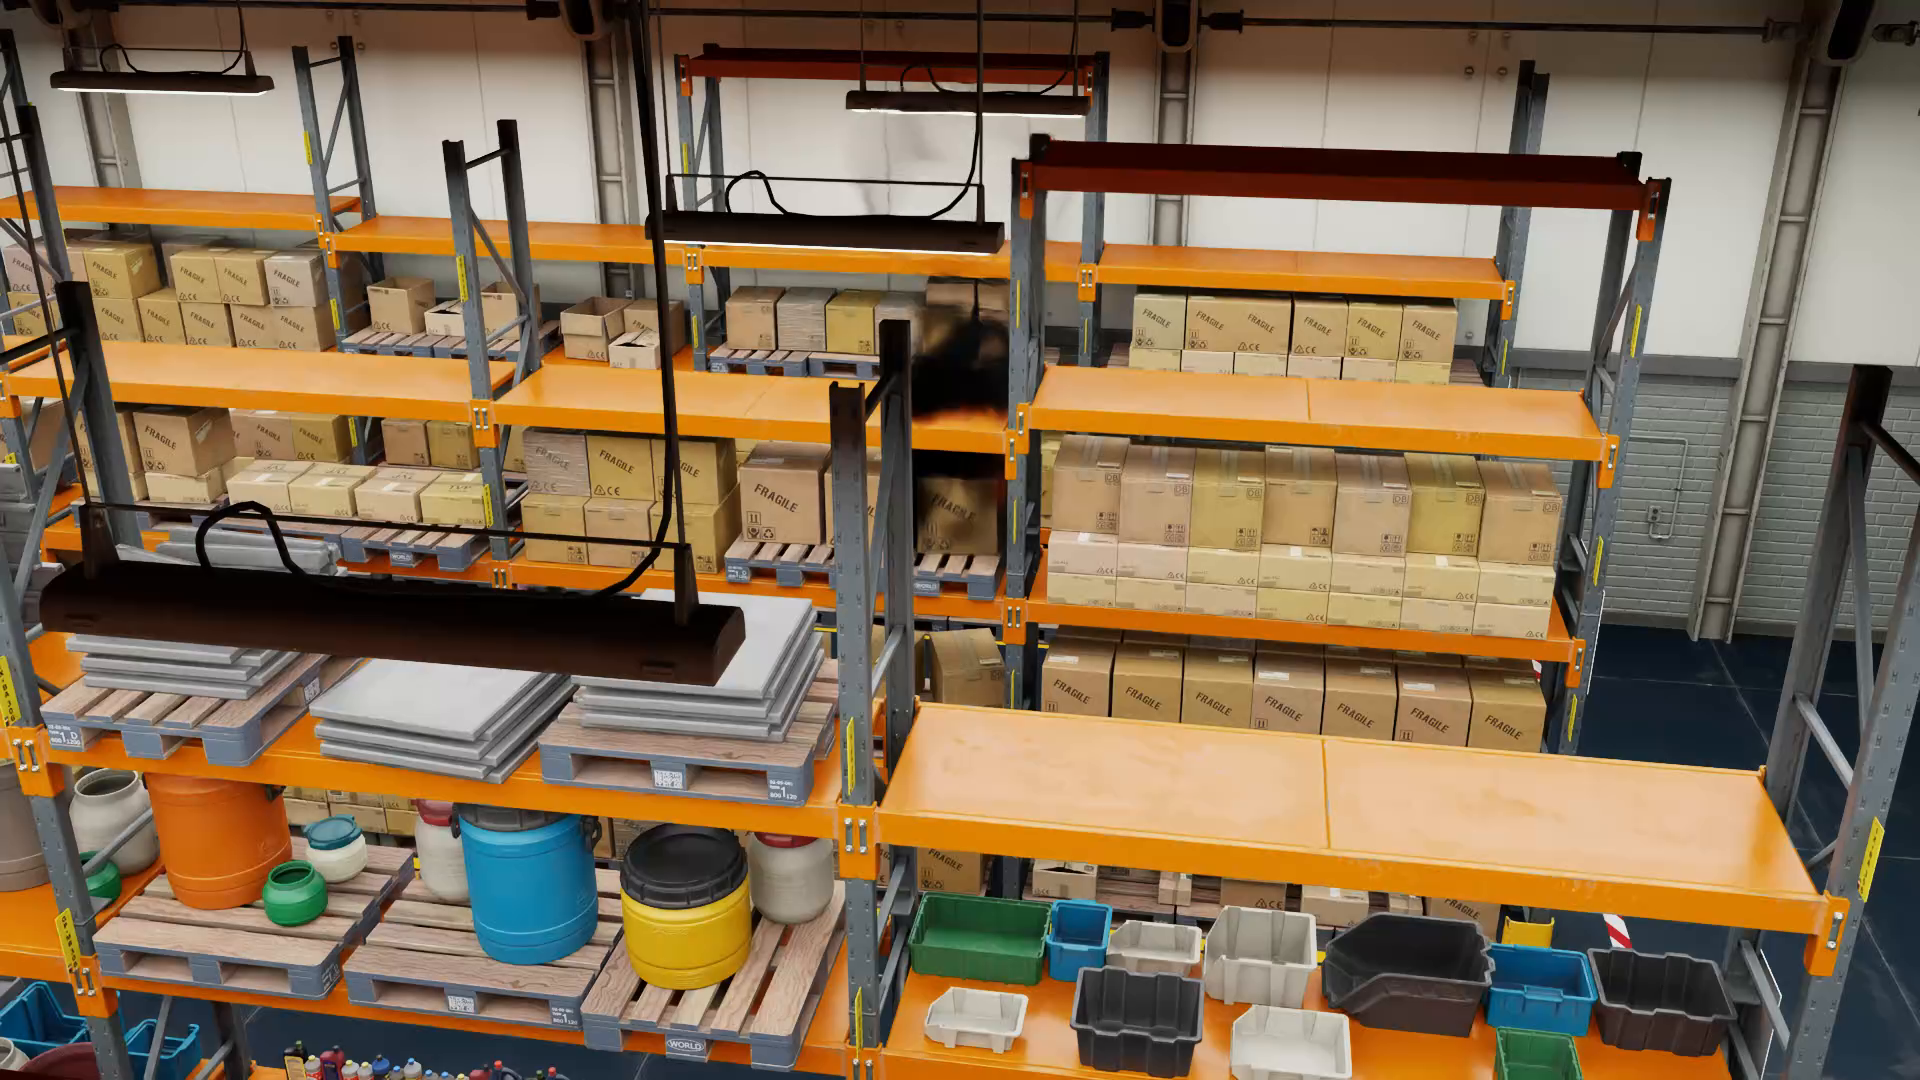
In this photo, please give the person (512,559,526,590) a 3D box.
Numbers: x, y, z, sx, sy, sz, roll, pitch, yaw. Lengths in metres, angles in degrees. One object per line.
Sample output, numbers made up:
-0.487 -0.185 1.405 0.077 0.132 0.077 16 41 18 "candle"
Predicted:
-4.281 0.936 16.095 0.708 1.638 0.504 2 23 4 "person"
